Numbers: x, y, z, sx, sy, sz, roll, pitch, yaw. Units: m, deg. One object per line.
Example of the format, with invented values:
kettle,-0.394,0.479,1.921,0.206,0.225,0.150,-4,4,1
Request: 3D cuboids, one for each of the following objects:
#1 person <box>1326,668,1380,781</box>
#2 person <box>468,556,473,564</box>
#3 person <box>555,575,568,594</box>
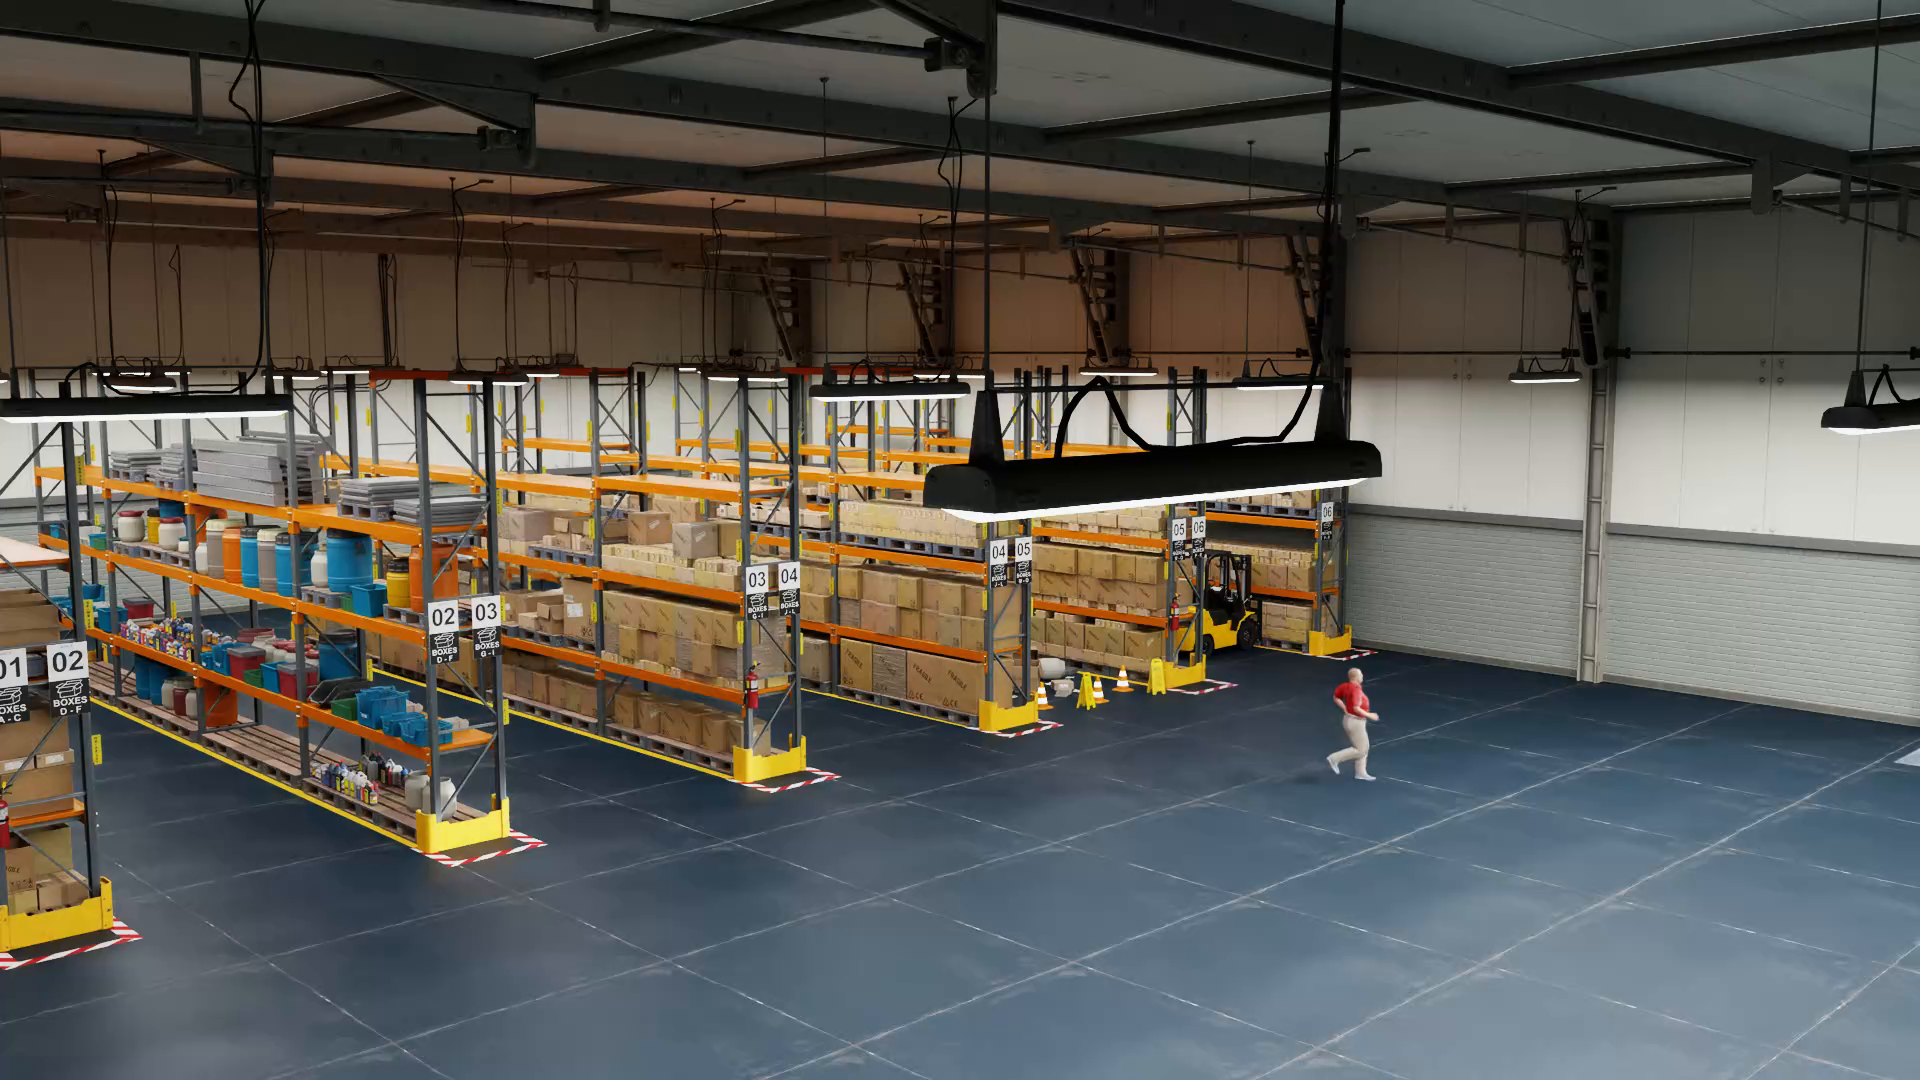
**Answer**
person,5.781,2.770,24.562,0.816,1.647,0.663,-1,7,-8
person,-11.189,1.183,37.968,0.764,1.730,0.824,-5,8,-38
person,-8.338,1.552,35.145,0.633,1.657,0.773,-6,9,-44
